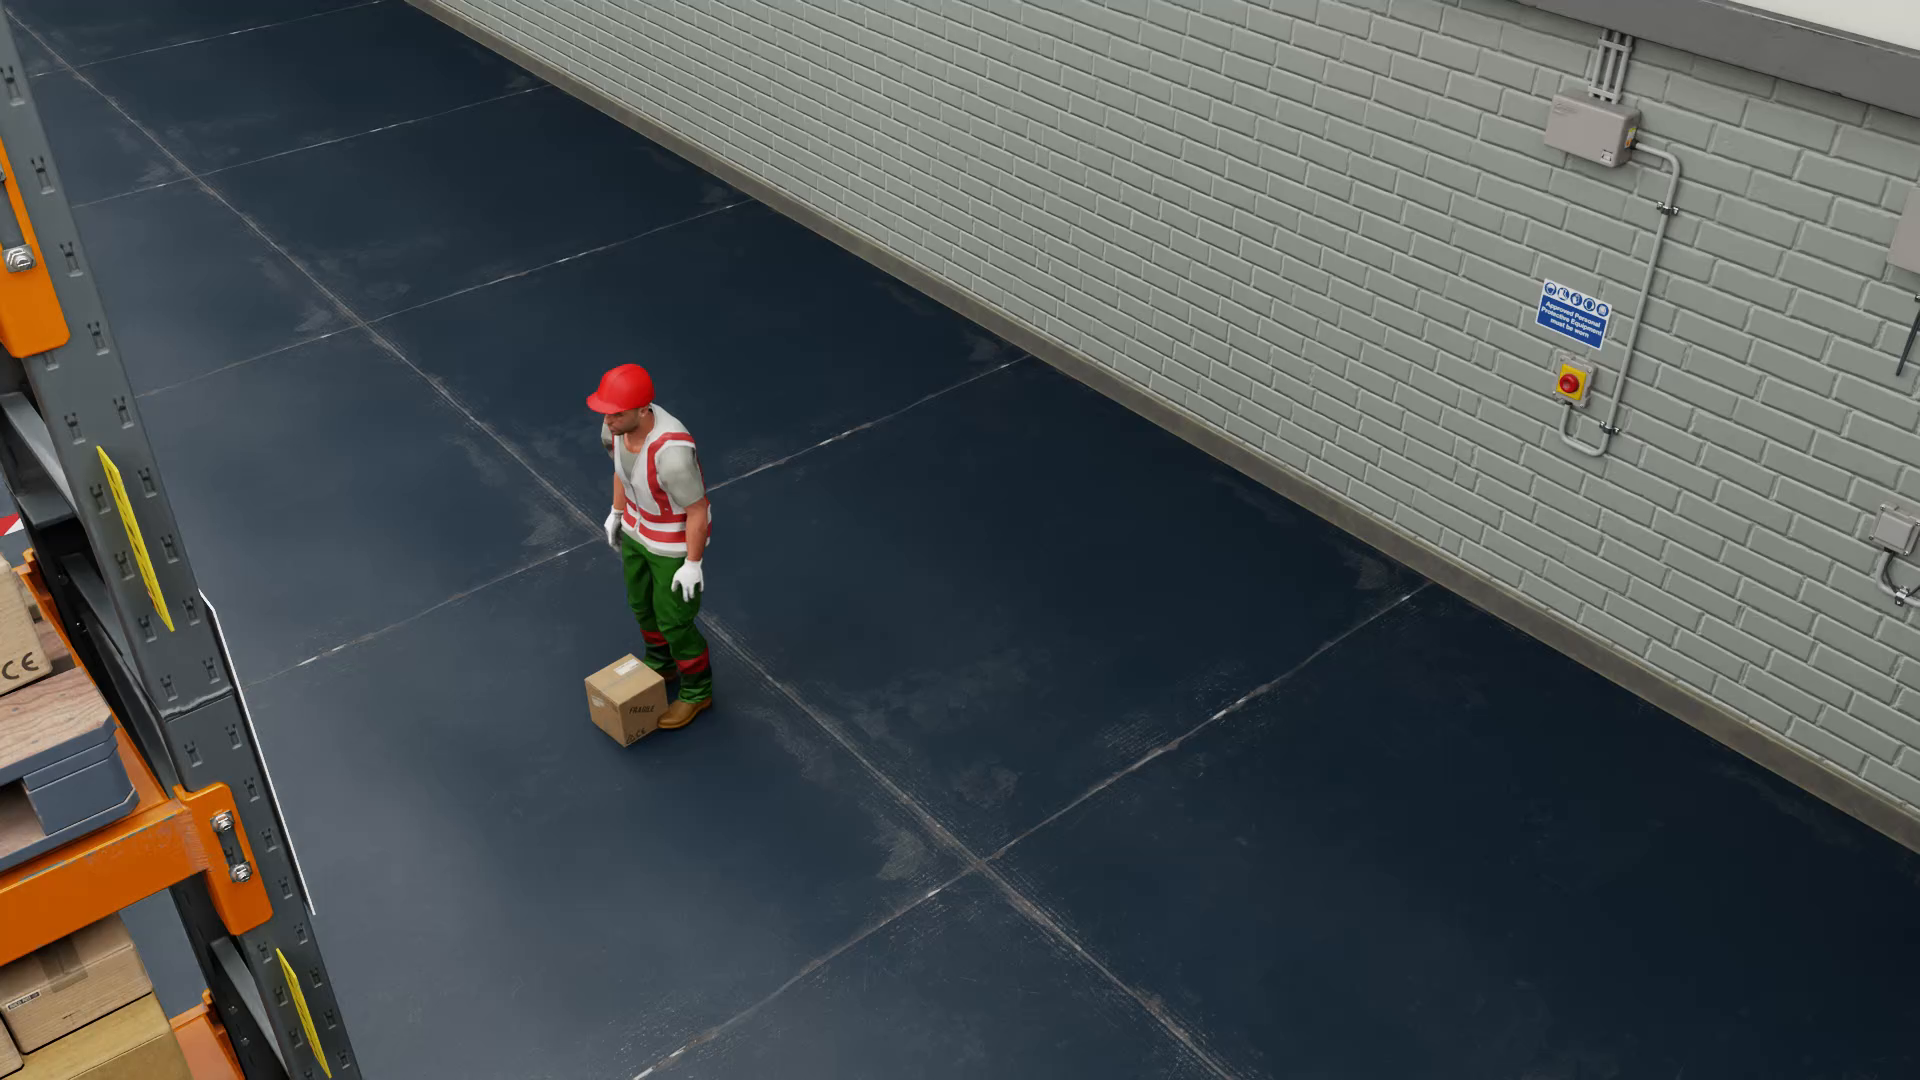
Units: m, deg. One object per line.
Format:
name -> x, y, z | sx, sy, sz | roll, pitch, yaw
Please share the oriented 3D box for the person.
person -> -1.291, 0.014, 7.048 | 0.453, 1.778, 0.616 | -29, 45, -34
